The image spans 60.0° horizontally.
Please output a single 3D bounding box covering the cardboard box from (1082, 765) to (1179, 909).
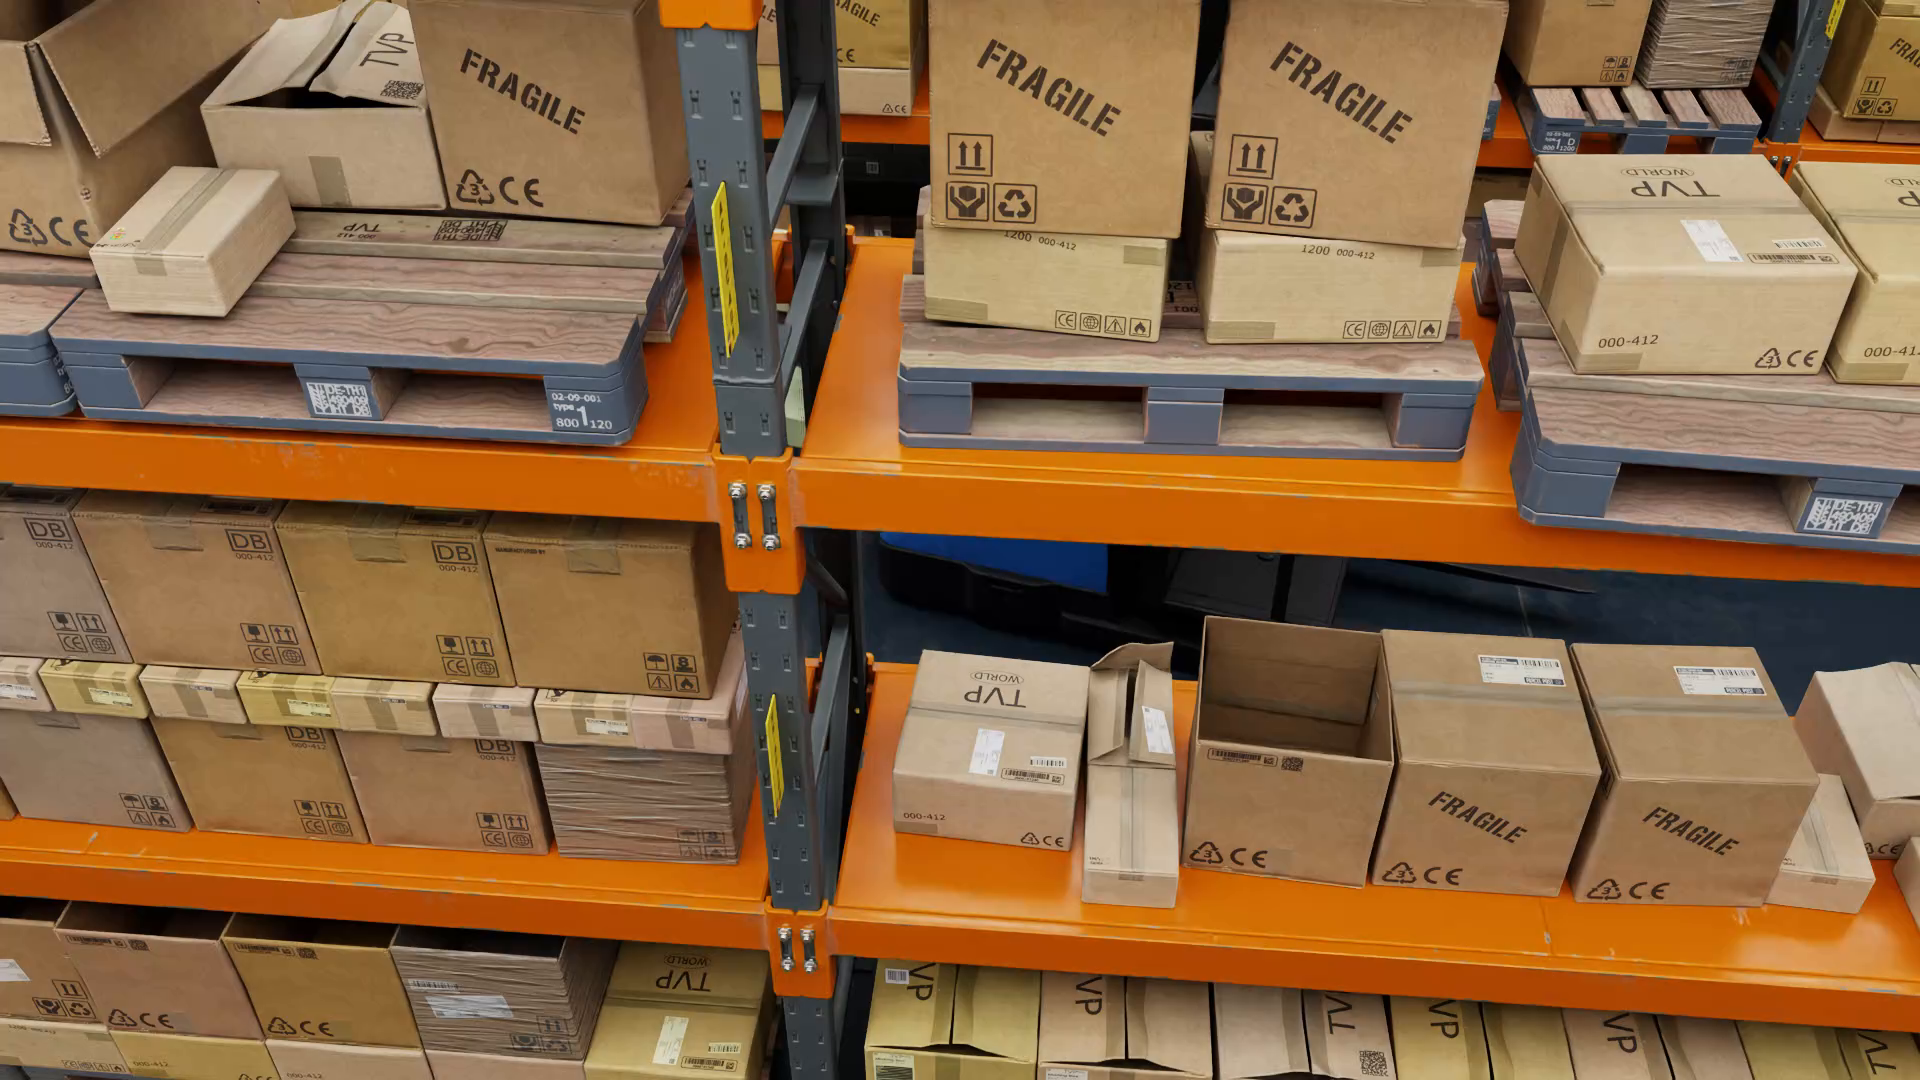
[{"bbox_3d":[0.468,0.811,4.576,0.250,0.149,0.380,3,39,4],"label":"cardboard box"}]

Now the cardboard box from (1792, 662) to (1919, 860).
[{"bbox_3d":[2.714,0.619,4.684,0.500,0.311,0.500,3,39,3],"label":"cardboard box"}]

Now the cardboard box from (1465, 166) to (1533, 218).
[{"bbox_3d":[2.728,-1.929,8.782,0.500,0.250,0.500,4,39,5],"label":"cardboard box"}]

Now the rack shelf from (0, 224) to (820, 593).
[{"bbox_3d":[-2.389,-0.456,4.128,4.000,0.370,1.077,3,39,4],"label":"rack shelf"}]

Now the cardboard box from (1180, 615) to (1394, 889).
[{"bbox_3d":[0.892,0.579,4.583,0.500,0.500,0.500,6,40,7],"label":"cardboard box"}]

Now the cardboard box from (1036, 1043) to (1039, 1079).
[{"bbox_3d":[0.493,1.647,5.196,0.500,0.250,0.500,4,39,5],"label":"cardboard box"}]

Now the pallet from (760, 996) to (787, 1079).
[{"bbox_3d":[-1.186,1.549,5.680,1.213,0.211,1.003,3,39,4],"label":"pallet"}]

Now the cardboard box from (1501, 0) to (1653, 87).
[{"bbox_3d":[2.984,-2.603,8.144,0.500,0.500,0.700,0,39,0],"label":"cardboard box"}]

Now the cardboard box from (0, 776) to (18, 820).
[{"bbox_3d":[-2.900,0.370,4.840,0.500,0.500,0.700,3,39,4],"label":"cardboard box"}]

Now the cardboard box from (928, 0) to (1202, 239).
[{"bbox_3d":[0.214,-0.963,3.373,0.500,0.500,0.500,4,39,4],"label":"cardboard box"}]

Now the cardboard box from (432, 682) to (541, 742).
[{"bbox_3d":[-1.194,0.339,4.364,0.250,0.149,0.380,2,39,3],"label":"cardboard box"}]

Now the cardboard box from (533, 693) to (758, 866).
[{"bbox_3d":[-0.839,0.478,4.707,0.500,0.500,0.700,2,39,3],"label":"cardboard box"}]

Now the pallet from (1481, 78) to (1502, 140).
[{"bbox_3d":[2.036,-2.368,8.435,1.213,0.211,1.003,3,39,4],"label":"pallet"}]

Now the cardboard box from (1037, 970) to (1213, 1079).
[{"bbox_3d":[0.492,1.433,5.015,0.500,0.311,0.500,3,39,3],"label":"cardboard box"}]

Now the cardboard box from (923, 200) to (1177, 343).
[{"bbox_3d":[0.216,-0.691,3.633,0.500,0.250,0.500,7,40,8],"label":"cardboard box"}]

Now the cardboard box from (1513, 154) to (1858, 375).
[{"bbox_3d":[1.503,-0.588,3.506,0.500,0.250,0.500,0,39,0],"label":"cardboard box"}]

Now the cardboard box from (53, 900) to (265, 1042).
[{"bbox_3d":[-2.373,1.185,5.170,0.500,0.500,0.500,3,39,4],"label":"cardboard box"}]

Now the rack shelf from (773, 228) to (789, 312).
[{"bbox_3d":[-0.575,-1.075,7.265,0.720,0.370,0.431,12,41,15],"label":"rack shelf"}]

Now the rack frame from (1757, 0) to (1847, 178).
[{"bbox_3d":[4.012,-2.361,8.274,0.127,3.000,1.000,3,39,4],"label":"rack frame"}]

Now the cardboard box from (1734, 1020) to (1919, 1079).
[{"bbox_3d":[2.527,1.543,4.879,0.500,0.311,0.500,3,39,3],"label":"cardboard box"}]

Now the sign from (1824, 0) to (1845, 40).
[{"bbox_3d":[3.974,-2.437,7.514,0.005,0.325,0.100,3,39,4],"label":"sign"}]

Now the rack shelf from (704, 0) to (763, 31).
[{"bbox_3d":[1.596,-1.246,3.040,4.000,0.370,1.077,3,39,4],"label":"rack shelf"}]

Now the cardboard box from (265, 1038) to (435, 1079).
[{"bbox_3d":[-1.874,1.502,5.375,0.500,0.250,0.500,3,39,4],"label":"cardboard box"}]

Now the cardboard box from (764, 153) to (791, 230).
[{"bbox_3d":[-1.011,-1.811,9.230,0.500,0.500,0.500,0,39,0],"label":"cardboard box"}]

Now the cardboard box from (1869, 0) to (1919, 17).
[{"bbox_3d":[4.471,-2.625,7.674,0.500,0.250,0.500,4,39,5],"label":"cardboard box"}]

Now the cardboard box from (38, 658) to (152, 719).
[{"bbox_3d":[-2.216,0.284,4.432,0.250,0.149,0.380,4,39,5],"label":"cardboard box"}]

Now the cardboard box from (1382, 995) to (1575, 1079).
[{"bbox_3d":[1.525,1.485,4.950,0.500,0.311,0.500,4,39,5],"label":"cardboard box"}]

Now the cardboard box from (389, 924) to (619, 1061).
[{"bbox_3d":[-1.375,1.228,5.117,0.500,0.500,0.500,3,39,4],"label":"cardboard box"}]

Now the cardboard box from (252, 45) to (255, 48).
[{"bbox_3d":[-3.500,-2.520,8.572,0.500,0.250,0.500,2,39,3],"label":"cardboard box"}]

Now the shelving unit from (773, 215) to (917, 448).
[{"bbox_3d":[-0.575,-0.772,7.511,0.755,1.500,0.431,12,41,15],"label":"shelving unit"}]

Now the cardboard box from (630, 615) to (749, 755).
[{"bbox_3d":[-0.686,0.367,4.330,0.250,0.149,0.380,3,39,4],"label":"cardboard box"}]

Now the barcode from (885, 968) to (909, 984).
[{"bbox_3d":[-0.179,1.239,4.722,0.075,0.075,0.001,3,39,4],"label":"barcode"}]

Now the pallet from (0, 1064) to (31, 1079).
[{"bbox_3d":[-3.616,1.416,5.843,1.213,0.211,1.003,3,39,4],"label":"pallet"}]

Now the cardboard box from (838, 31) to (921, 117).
[{"bbox_3d":[-0.471,-2.363,8.380,0.500,0.250,0.500,3,39,4],"label":"cardboard box"}]

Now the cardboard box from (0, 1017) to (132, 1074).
[{"bbox_3d":[-2.870,1.444,5.445,0.500,0.250,0.500,3,39,4],"label":"cardboard box"}]

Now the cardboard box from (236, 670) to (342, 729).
[{"bbox_3d":[-1.700,0.310,4.400,0.250,0.149,0.380,3,39,4],"label":"cardboard box"}]

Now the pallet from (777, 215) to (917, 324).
[{"bbox_3d":[-0.645,-1.511,9.440,1.213,0.211,1.003,3,39,4],"label":"pallet"}]

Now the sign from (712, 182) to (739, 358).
[{"bbox_3d":[-0.443,-0.508,3.150,0.005,0.325,0.100,3,39,4],"label":"sign"}]

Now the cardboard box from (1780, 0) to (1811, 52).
[{"bbox_3d":[4.505,-2.663,8.314,0.500,0.500,0.500,3,39,4],"label":"cardboard box"}]

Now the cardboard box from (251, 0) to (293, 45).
[{"bbox_3d":[-3.509,-2.822,8.349,0.500,0.500,0.500,3,39,4],"label":"cardboard box"}]

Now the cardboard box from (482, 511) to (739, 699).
[{"bbox_3d":[-0.839,-0.025,4.298,0.500,0.500,0.700,3,39,4],"label":"cardboard box"}]

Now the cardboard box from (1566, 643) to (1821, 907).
[{"bbox_3d":[1.915,0.635,4.514,0.500,0.500,0.500,1,39,1],"label":"cardboard box"}]

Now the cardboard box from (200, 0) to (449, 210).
[{"bbox_3d":[-1.414,-1.031,3.892,0.500,0.311,0.500,1,39,1],"label":"cardboard box"}]

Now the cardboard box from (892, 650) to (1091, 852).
[{"bbox_3d":[0.097,0.595,4.762,0.500,0.250,0.500,5,39,7],"label":"cardboard box"}]

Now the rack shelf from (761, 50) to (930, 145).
[{"bbox_3d":[-1.966,-2.408,8.903,4.000,0.370,1.077,3,39,4],"label":"rack shelf"}]

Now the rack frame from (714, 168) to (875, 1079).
[{"bbox_3d":[-0.397,0.537,4.714,0.127,3.000,1.000,3,39,4],"label":"rack frame"}]

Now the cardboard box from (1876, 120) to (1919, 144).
[{"bbox_3d":[4.570,-2.088,8.122,0.250,0.149,0.380,4,39,4],"label":"cardboard box"}]

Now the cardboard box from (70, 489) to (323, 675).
[{"bbox_3d":[-1.842,-0.079,4.364,0.500,0.500,0.700,3,39,4],"label":"cardboard box"}]

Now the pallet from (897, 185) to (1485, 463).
[{"bbox_3d":[0.483,-0.512,3.778,1.217,0.209,0.805,2,39,2],"label":"pallet"}]

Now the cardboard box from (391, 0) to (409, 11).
[{"bbox_3d":[-2.503,-2.756,8.269,0.500,0.500,0.500,2,39,2],"label":"cardboard box"}]

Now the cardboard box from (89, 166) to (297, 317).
[{"bbox_3d":[-1.622,-0.640,3.539,0.250,0.149,0.380,3,39,4],"label":"cardboard box"}]

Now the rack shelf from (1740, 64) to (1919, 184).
[{"bbox_3d":[6.004,-1.973,8.367,4.000,0.370,1.077,3,39,4],"label":"rack shelf"}]

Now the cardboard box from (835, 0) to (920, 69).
[{"bbox_3d":[-0.471,-2.650,8.139,0.500,0.500,0.500,3,39,4],"label":"cardboard box"}]

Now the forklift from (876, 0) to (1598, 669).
[{"bbox_3d":[1.206,-0.885,6.515,3.031,2.935,1.130,12,41,15],"label":"forklift"}]

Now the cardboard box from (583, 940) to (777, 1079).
[{"bbox_3d":[-0.878,1.553,5.311,0.500,0.250,0.500,3,39,4],"label":"cardboard box"}]

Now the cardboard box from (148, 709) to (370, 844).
[{"bbox_3d":[-1.865,0.424,4.774,0.500,0.500,0.700,4,39,5],"label":"cardboard box"}]
